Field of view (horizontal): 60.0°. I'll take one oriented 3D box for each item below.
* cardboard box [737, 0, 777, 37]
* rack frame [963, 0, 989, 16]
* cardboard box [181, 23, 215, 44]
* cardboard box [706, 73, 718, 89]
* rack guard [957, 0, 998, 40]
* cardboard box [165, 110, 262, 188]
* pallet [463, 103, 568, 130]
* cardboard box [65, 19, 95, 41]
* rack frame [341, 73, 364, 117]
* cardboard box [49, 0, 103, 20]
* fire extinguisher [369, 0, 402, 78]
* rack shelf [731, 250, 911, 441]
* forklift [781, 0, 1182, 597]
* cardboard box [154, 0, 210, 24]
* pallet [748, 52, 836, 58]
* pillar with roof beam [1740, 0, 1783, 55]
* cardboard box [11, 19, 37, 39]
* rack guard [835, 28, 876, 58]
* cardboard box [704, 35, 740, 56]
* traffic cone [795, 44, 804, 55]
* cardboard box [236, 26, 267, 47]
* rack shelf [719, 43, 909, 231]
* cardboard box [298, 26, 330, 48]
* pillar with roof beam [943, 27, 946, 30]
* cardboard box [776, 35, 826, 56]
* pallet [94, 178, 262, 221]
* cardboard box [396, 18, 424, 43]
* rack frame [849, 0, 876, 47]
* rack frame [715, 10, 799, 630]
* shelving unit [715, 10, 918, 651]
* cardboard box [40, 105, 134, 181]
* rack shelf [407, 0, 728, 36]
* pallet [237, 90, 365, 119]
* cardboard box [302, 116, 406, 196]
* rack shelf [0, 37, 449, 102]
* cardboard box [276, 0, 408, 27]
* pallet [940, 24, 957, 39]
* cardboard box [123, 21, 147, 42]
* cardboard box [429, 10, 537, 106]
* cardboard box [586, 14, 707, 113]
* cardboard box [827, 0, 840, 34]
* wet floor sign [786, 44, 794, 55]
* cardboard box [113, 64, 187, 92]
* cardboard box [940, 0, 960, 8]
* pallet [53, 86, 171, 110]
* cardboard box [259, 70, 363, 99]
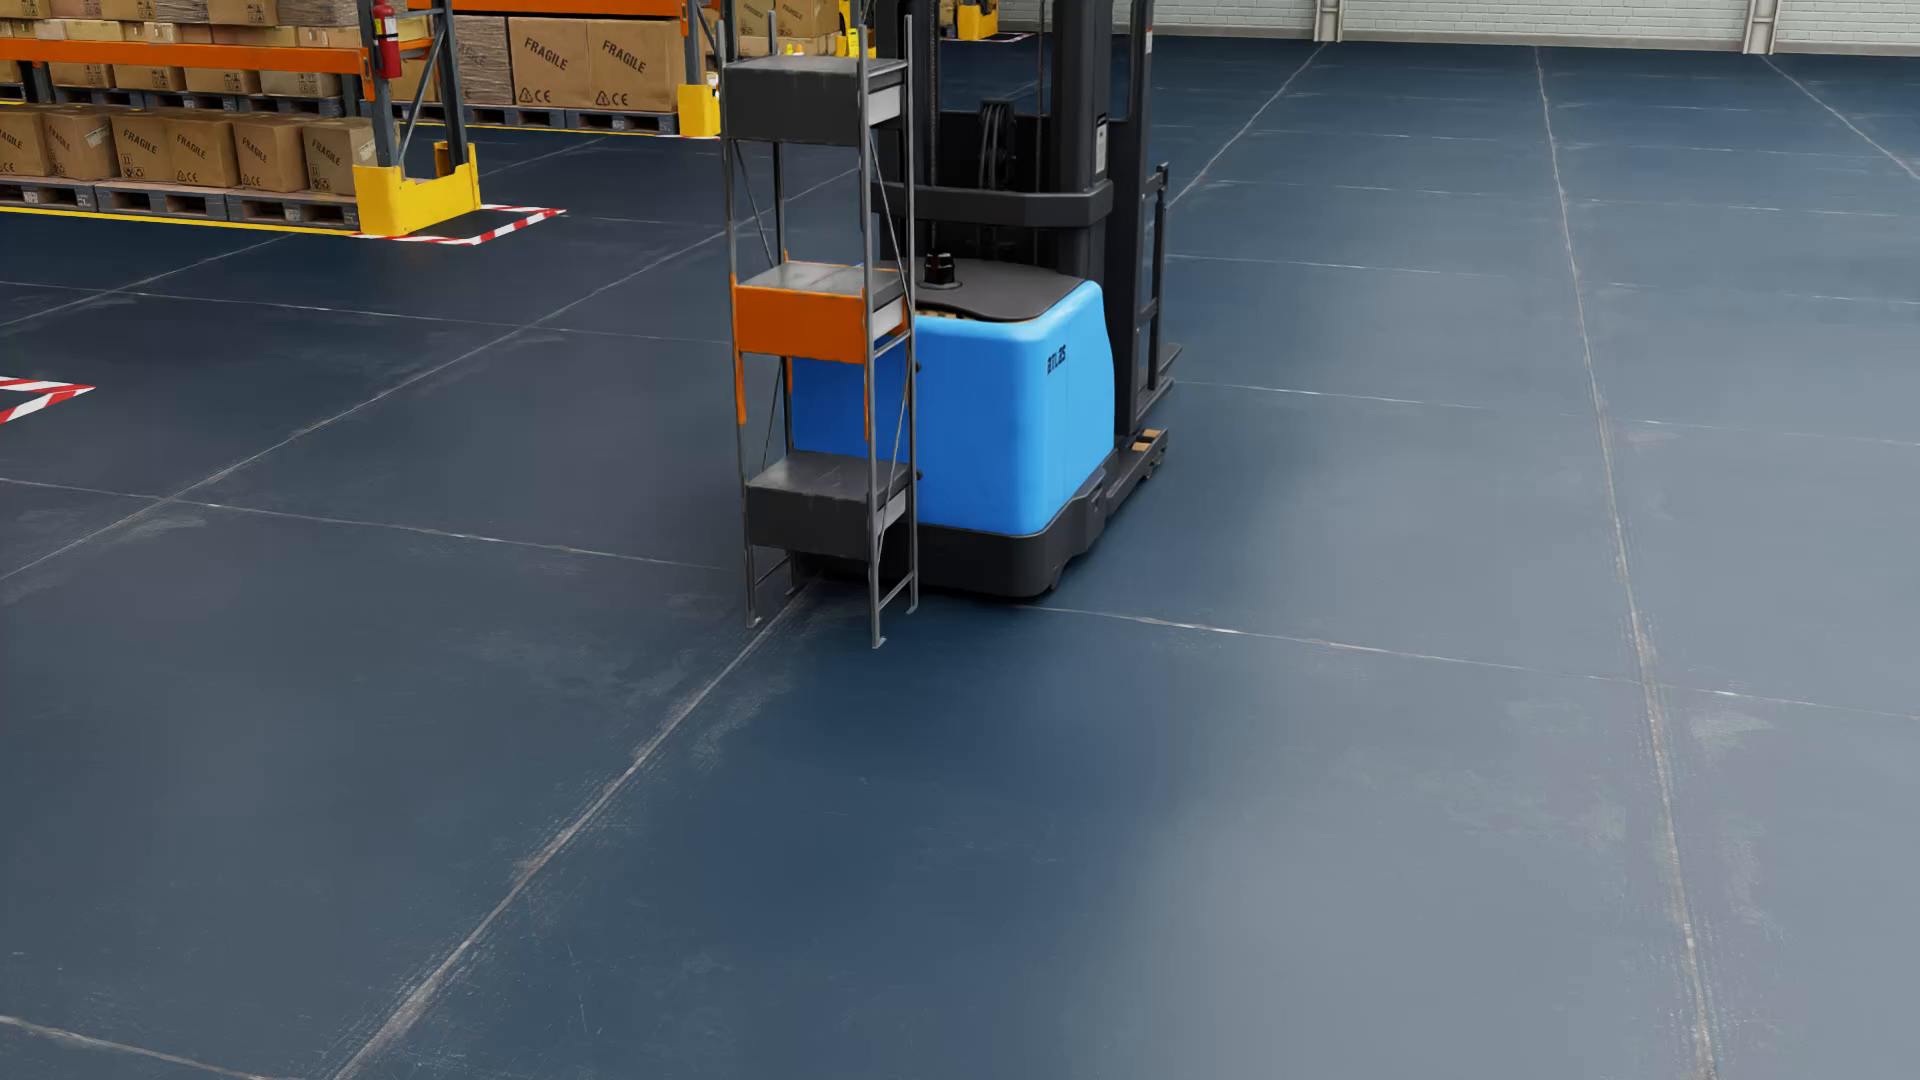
[{"bbox_3d":[-2.520,-6.747,21.348,0.500,0.500,0.500,7,23,17],"label":"cardboard box"},{"bbox_3d":[0.253,-9.233,25.327,0.127,3.000,1.000,7,23,16],"label":"rack frame"},{"bbox_3d":[-5.573,-3.800,12.412,0.250,0.149,0.380,7,23,16],"label":"cardboard box"},{"bbox_3d":[-3.015,-5.520,20.031,0.380,0.149,0.250,-20,29,-39],"label":"cardboard box"},{"bbox_3d":[0.276,-8.074,25.795,0.348,0.500,1.175,7,23,16],"label":"rack guard"},{"bbox_3d":[-5.809,-3.070,13.041,0.500,0.500,0.500,9,24,20],"label":"cardboard box"},{"bbox_3d":[-4.462,-4.523,17.519,1.213,0.211,1.003,7,23,15],"label":"pallet"},{"bbox_3d":[-6.546,-3.890,12.632,0.250,0.149,0.380,7,23,16],"label":"cardboard box"},{"bbox_3d":[-6.339,-6.058,17.587,0.127,3.000,1.000,7,23,16],"label":"rack frame"},{"bbox_3d":[-6.480,-4.293,12.761,0.500,0.500,0.875,7,23,16],"label":"cardboard box"},{"bbox_3d":[-4.063,-3.613,11.727,0.183,0.674,0.296,7,23,16],"label":"fire extinguisher"},{"bbox_3d":[-0.461,-0.674,5.682,0.480,0.518,0.431,8,24,19],"label":"rack shelf"},{"bbox_3d":[0.312,-1.675,6.992,1.130,2.935,3.031,8,24,19],"label":"forklift"},{"bbox_3d":[-5.538,-4.165,12.446,0.500,0.500,0.875,7,23,16],"label":"cardboard box"},{"bbox_3d":[-2.017,-6.249,21.727,1.213,0.211,1.003,7,23,16],"label":"pallet"},{"bbox_3d":[10.092,-9.533,18.152,0.400,9.000,9.100,7,23,16],"label":"pillar with roof beam"},{"bbox_3d":[-7.025,-3.945,12.765,0.250,0.149,0.380,7,23,16],"label":"cardboard box"},{"bbox_3d":[-1.250,-6.281,21.424,0.348,0.500,1.175,7,23,16],"label":"rack guard"},{"bbox_3d":[-3.025,-6.457,21.629,0.500,0.250,0.500,6,23,14],"label":"cardboard box"},{"bbox_3d":[-1.961,-5.834,20.383,0.334,0.463,0.336,7,23,16],"label":"traffic cone"},{"bbox_3d":[-5.100,-3.738,12.261,0.250,0.149,0.380,7,23,16],"label":"cardboard box"},{"bbox_3d":[-0.461,-1.321,5.416,0.480,0.518,0.431,8,24,19],"label":"rack shelf"},{"bbox_3d":[-4.611,-3.696,12.160,0.250,0.149,0.380,7,23,16],"label":"cardboard box"},{"bbox_3d":[-1.396,-10.848,21.359,0.400,9.000,9.100,7,23,16],"label":"pillar with roof beam"},{"bbox_3d":[-2.051,-6.345,21.355,0.500,0.250,0.500,6,23,15],"label":"cardboard box"},{"bbox_3d":[-6.044,-2.783,13.277,1.213,0.211,1.003,7,23,16],"label":"pallet"},{"bbox_3d":[-4.243,-3.830,12.486,0.250,0.149,0.380,7,23,16],"label":"cardboard box"},{"bbox_3d":[-1.177,-7.429,20.929,0.127,3.000,1.000,7,23,16],"label":"rack frame"},{"bbox_3d":[-0.689,-0.719,5.755,0.015,2.100,0.400,8,24,19],"label":"rack frame"},{"bbox_3d":[-0.461,-0.687,5.677,0.503,2.100,0.431,8,24,19],"label":"shelving unit"},{"bbox_3d":[-6.947,-3.187,13.326,0.500,0.500,0.500,15,27,32],"label":"cardboard box"},{"bbox_3d":[-4.425,-5.506,17.189,4.000,0.370,1.077,7,23,16],"label":"rack shelf"},{"bbox_3d":[-7.100,-4.825,18.255,1.213,0.211,1.003,7,23,16],"label":"pallet"},{"bbox_3d":[-4.632,-2.941,12.728,0.500,0.500,0.500,11,25,25],"label":"cardboard box"},{"bbox_3d":[-5.954,-3.715,12.822,4.000,0.370,1.077,7,23,16],"label":"rack shelf"},{"bbox_3d":[-4.558,-4.083,12.247,0.500,0.500,0.875,7,23,16],"label":"cardboard box"},{"bbox_3d":[-0.491,-8.012,26.023,1.213,0.211,1.003,7,23,16],"label":"pallet"},{"bbox_3d":[-6.058,-3.848,12.528,0.250,0.149,0.380,7,23,16],"label":"cardboard box"},{"bbox_3d":[-4.894,-5.078,17.443,0.875,0.875,0.875,7,23,16],"label":"cardboard box"},{"bbox_3d":[-3.178,-4.881,16.964,0.875,0.875,0.875,7,23,16],"label":"cardboard box"},{"bbox_3d":[-1.892,-6.890,21.695,0.500,0.500,0.500,6,23,14],"label":"cardboard box"},{"bbox_3d":[-1.910,-5.247,18.710,0.232,0.644,0.267,3,22,6],"label":"wet floor sign"},{"bbox_3d":[-8.774,-5.456,18.530,0.750,0.750,1.050,7,23,16],"label":"cardboard box"},{"bbox_3d":[-0.303,-8.326,25.527,0.500,0.250,0.500,6,23,15],"label":"cardboard box"},{"bbox_3d":[-9.436,-5.093,18.907,1.213,0.211,1.003,7,23,16],"label":"pallet"},{"bbox_3d":[-6.960,-5.247,18.020,0.750,0.750,1.050,6,23,15],"label":"cardboard box"}]
